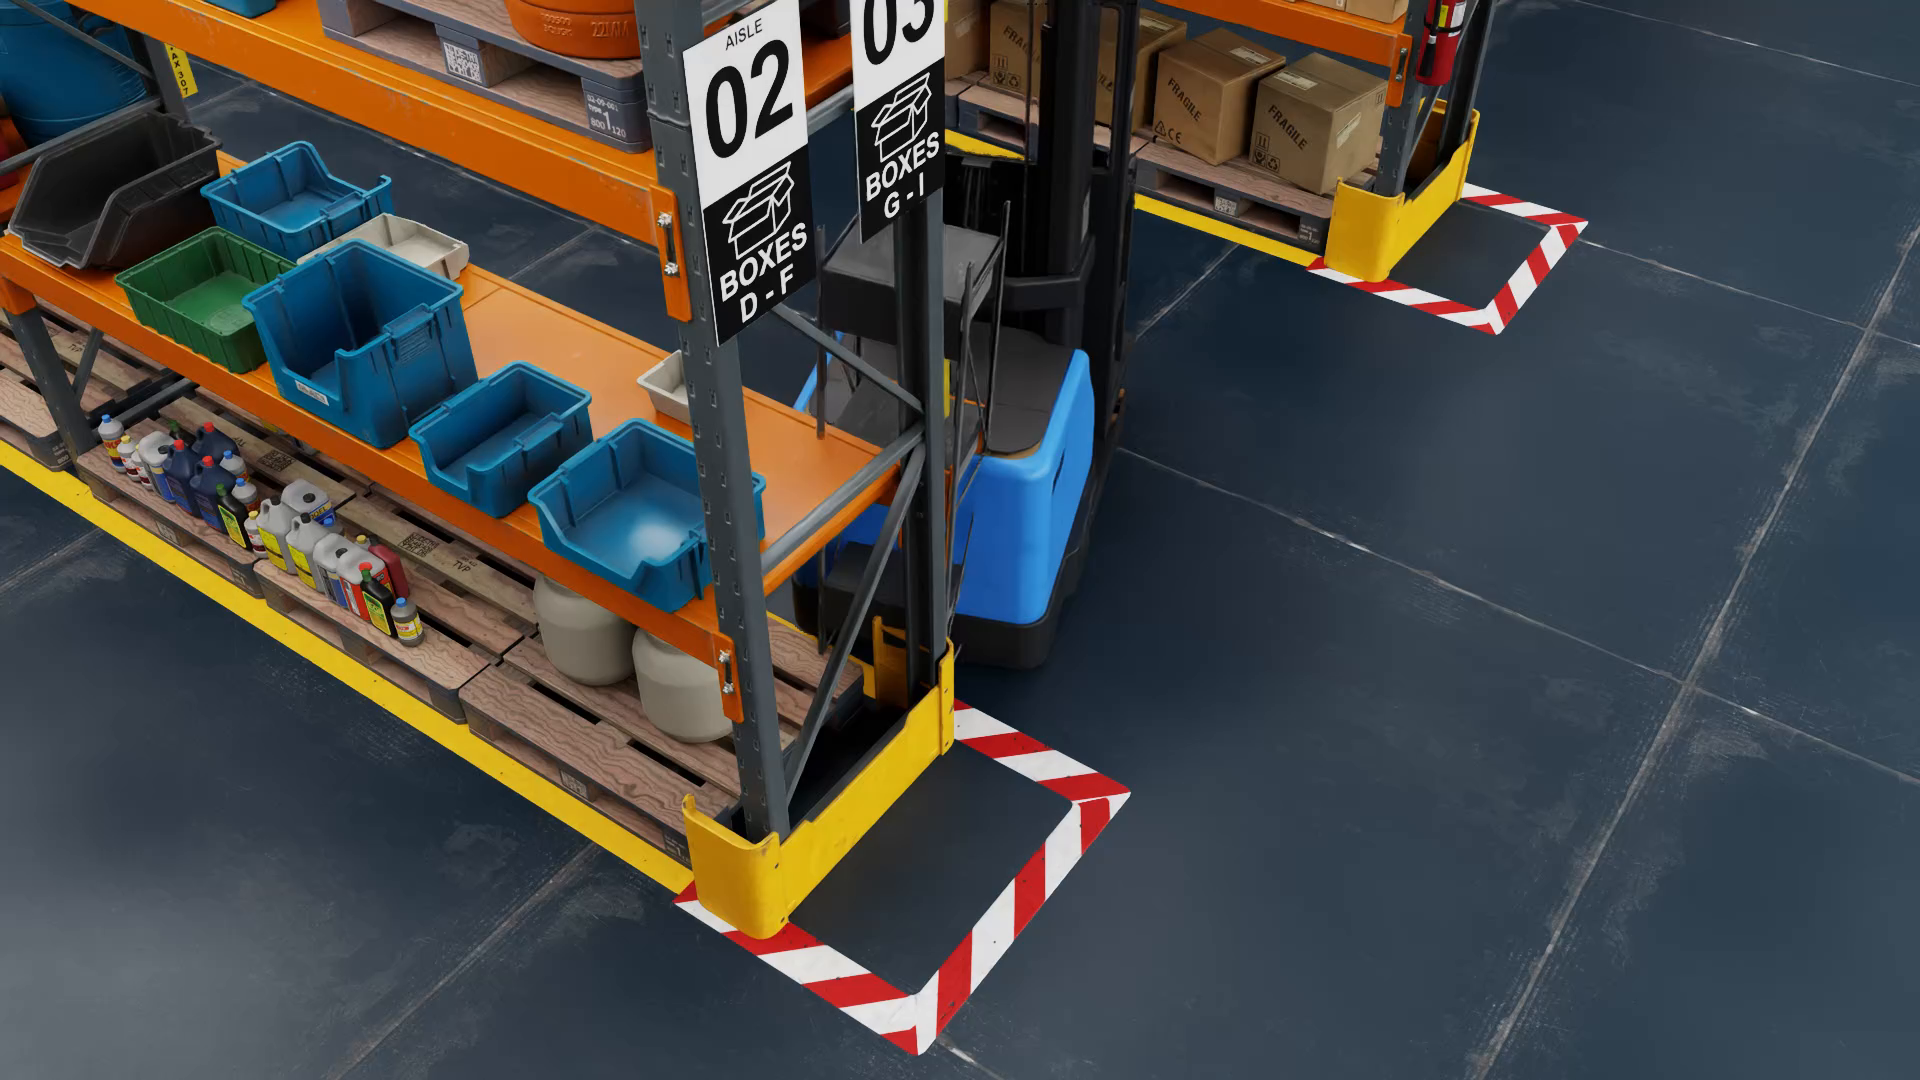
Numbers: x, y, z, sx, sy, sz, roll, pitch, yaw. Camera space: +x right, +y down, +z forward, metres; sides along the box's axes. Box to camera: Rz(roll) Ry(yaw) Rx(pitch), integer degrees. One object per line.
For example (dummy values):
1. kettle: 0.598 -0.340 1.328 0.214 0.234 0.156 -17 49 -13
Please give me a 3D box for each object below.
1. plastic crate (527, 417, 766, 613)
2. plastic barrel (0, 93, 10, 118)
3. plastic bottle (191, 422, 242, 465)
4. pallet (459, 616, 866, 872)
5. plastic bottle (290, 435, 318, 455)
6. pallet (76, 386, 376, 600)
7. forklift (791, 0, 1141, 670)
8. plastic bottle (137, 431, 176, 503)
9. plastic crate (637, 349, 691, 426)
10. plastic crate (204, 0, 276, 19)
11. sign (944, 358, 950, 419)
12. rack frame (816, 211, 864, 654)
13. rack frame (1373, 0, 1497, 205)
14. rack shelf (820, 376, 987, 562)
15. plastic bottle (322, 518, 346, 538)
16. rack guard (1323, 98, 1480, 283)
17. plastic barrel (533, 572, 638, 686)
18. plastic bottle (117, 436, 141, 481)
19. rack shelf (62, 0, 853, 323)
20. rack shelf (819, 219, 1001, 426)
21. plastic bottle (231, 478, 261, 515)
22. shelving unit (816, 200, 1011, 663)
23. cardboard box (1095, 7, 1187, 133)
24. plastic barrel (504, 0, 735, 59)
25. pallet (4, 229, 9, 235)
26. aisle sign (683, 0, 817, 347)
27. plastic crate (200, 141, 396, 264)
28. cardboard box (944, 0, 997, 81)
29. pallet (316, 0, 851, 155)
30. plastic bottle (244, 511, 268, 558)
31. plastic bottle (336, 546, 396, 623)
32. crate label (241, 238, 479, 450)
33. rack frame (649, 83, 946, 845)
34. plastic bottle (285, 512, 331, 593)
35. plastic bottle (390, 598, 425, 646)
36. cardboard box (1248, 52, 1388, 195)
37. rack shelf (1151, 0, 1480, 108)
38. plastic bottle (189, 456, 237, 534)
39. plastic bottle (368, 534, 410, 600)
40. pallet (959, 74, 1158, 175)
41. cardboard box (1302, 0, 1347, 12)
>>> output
1. plastic crate: -0.966 -0.081 5.203 0.616 0.251 0.499 25 48 25
2. plastic barrel: -4.316 -2.177 7.331 0.433 0.535 0.433 0 42 0
3. plastic bottle: -3.154 -0.360 7.059 0.185 0.351 0.144 25 48 25
4. pallet: -1.135 0.613 6.406 1.213 0.211 1.003 25 48 25
5. plastic bottle: -2.874 -0.536 7.312 0.135 0.276 0.152 25 48 25
6. pallet: -3.133 -0.321 7.450 1.213 0.211 1.003 25 48 25
7. forklift: 0.182 -1.574 6.811 1.130 2.935 3.031 10 43 10
8. plastic bottle: -3.369 -0.319 7.069 0.135 0.276 0.152 27 48 27
9. plastic crate: -0.932 -0.529 5.789 0.250 0.136 0.298 25 48 25
10. plastic crate: -2.118 -1.786 4.759 0.575 0.384 0.392 25 48 25
11. sign: -0.065 -0.510 5.363 0.005 0.325 0.100 25 48 25
12. rack frame: -0.430 -0.322 5.976 0.015 2.100 0.400 15 45 11
13. rack frame: 2.460 -2.813 8.144 0.127 3.000 1.000 25 48 25
14. rack shelf: -0.200 -0.248 5.938 0.480 0.518 0.431 15 45 11
15. plastic bottle: -2.548 -0.002 6.771 0.097 0.201 0.097 0 42 0
16. rack guard: 2.398 -1.910 9.010 0.348 0.500 1.175 25 48 25
17. plastic barrel: -1.377 0.260 6.261 0.421 0.512 0.421 0 42 0
18. plastic bottle: -3.567 -0.361 7.172 0.097 0.201 0.097 0 42 0
19. rack shelf: -2.021 -1.724 5.217 4.000 0.370 1.077 25 48 25
20. rack shelf: -0.161 -0.754 5.456 0.480 0.518 0.431 15 45 11
21. plastic bottle: -2.940 -0.143 6.877 0.097 0.271 0.097 0 42 0
22. shelving unit: -0.199 -0.258 5.928 0.503 2.100 0.431 15 45 11
23. cardboard box: 0.947 -2.746 9.629 0.500 0.500 0.500 30 50 29
24. plastic barrel: -0.855 -1.660 3.969 0.708 0.830 0.600 25 48 25
25. pallet: -5.327 -1.347 8.597 1.213 0.211 1.003 25 48 25
26. aisle sign: -0.496 -0.888 4.043 0.004 0.787 0.394 25 48 25
27. plastic crate: -2.597 -1.309 6.575 0.616 0.251 0.499 25 48 25
28. cardboard box: -0.037 -3.179 10.113 0.500 0.500 0.500 -26 48 -26
29. pallet: -1.005 -1.526 4.598 1.213 0.211 1.003 25 48 25
30. plastic bottle: -2.863 -0.032 6.805 0.097 0.201 0.097 0 42 0
31. plastic bottle: -2.330 0.167 6.526 0.135 0.276 0.152 25 48 26
32. crate label: -2.046 -0.679 5.733 0.616 0.435 0.502 25 48 25
33. rack frame: -0.384 -0.109 5.122 0.127 3.000 1.000 25 48 25
34. plastic bottle: -2.581 0.025 6.629 0.185 0.351 0.144 27 48 27
35. plastic bottle: -2.139 0.306 6.427 0.097 0.201 0.097 0 42 0
36. cardboard box: 1.958 -2.286 9.115 0.500 0.500 0.500 -33 51 -31
37. rack shelf: 0.822 -3.310 9.239 4.000 0.370 1.077 25 48 25
38. plastic bottle: -3.082 -0.209 6.891 0.185 0.351 0.144 23 47 24
39. plastic bottle: -2.269 0.106 6.589 0.133 0.283 0.061 25 48 25
40. pallet: 0.758 -2.600 9.998 1.213 0.211 1.003 25 48 25
41. cardboard box: 1.904 -2.811 8.331 0.250 0.149 0.380 25 48 25
